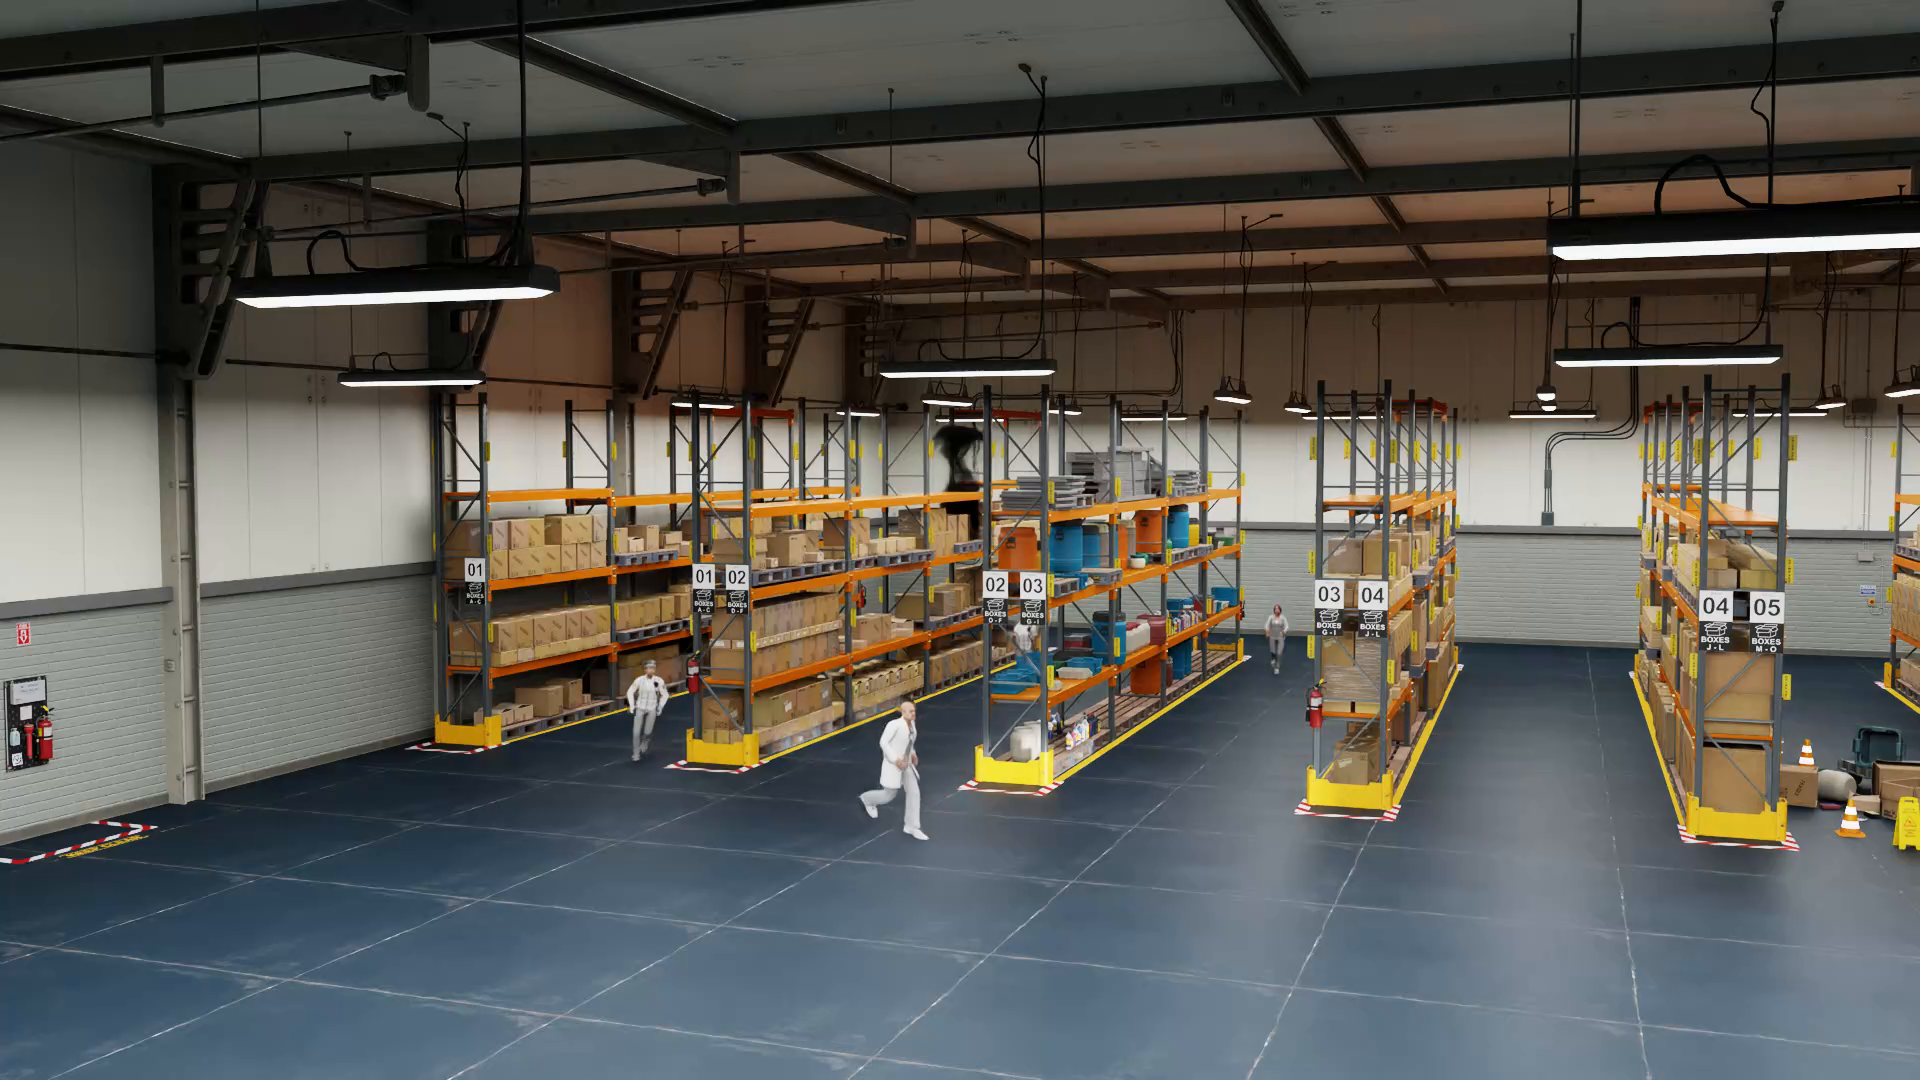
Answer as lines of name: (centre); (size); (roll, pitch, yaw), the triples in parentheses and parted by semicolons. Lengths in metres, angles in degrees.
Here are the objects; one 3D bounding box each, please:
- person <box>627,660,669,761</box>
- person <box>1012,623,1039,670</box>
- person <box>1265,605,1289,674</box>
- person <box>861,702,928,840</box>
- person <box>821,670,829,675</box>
person: (-5.087, 2.759, 27.068); (0.665, 1.638, 0.507); (0, 3, -6)
person: (1.373, 2.307, 35.064); (0.563, 1.655, 0.588); (1, 3, 10)
person: (7.125, 2.285, 37.441); (0.531, 1.464, 0.541); (1, 3, 11)
person: (-0.851, 3.035, 21.765); (1.114, 1.680, 0.714); (3, 4, 40)
person: (-2.769, 2.322, 34.126); (0.552, 1.679, 0.948); (1, 3, 12)
